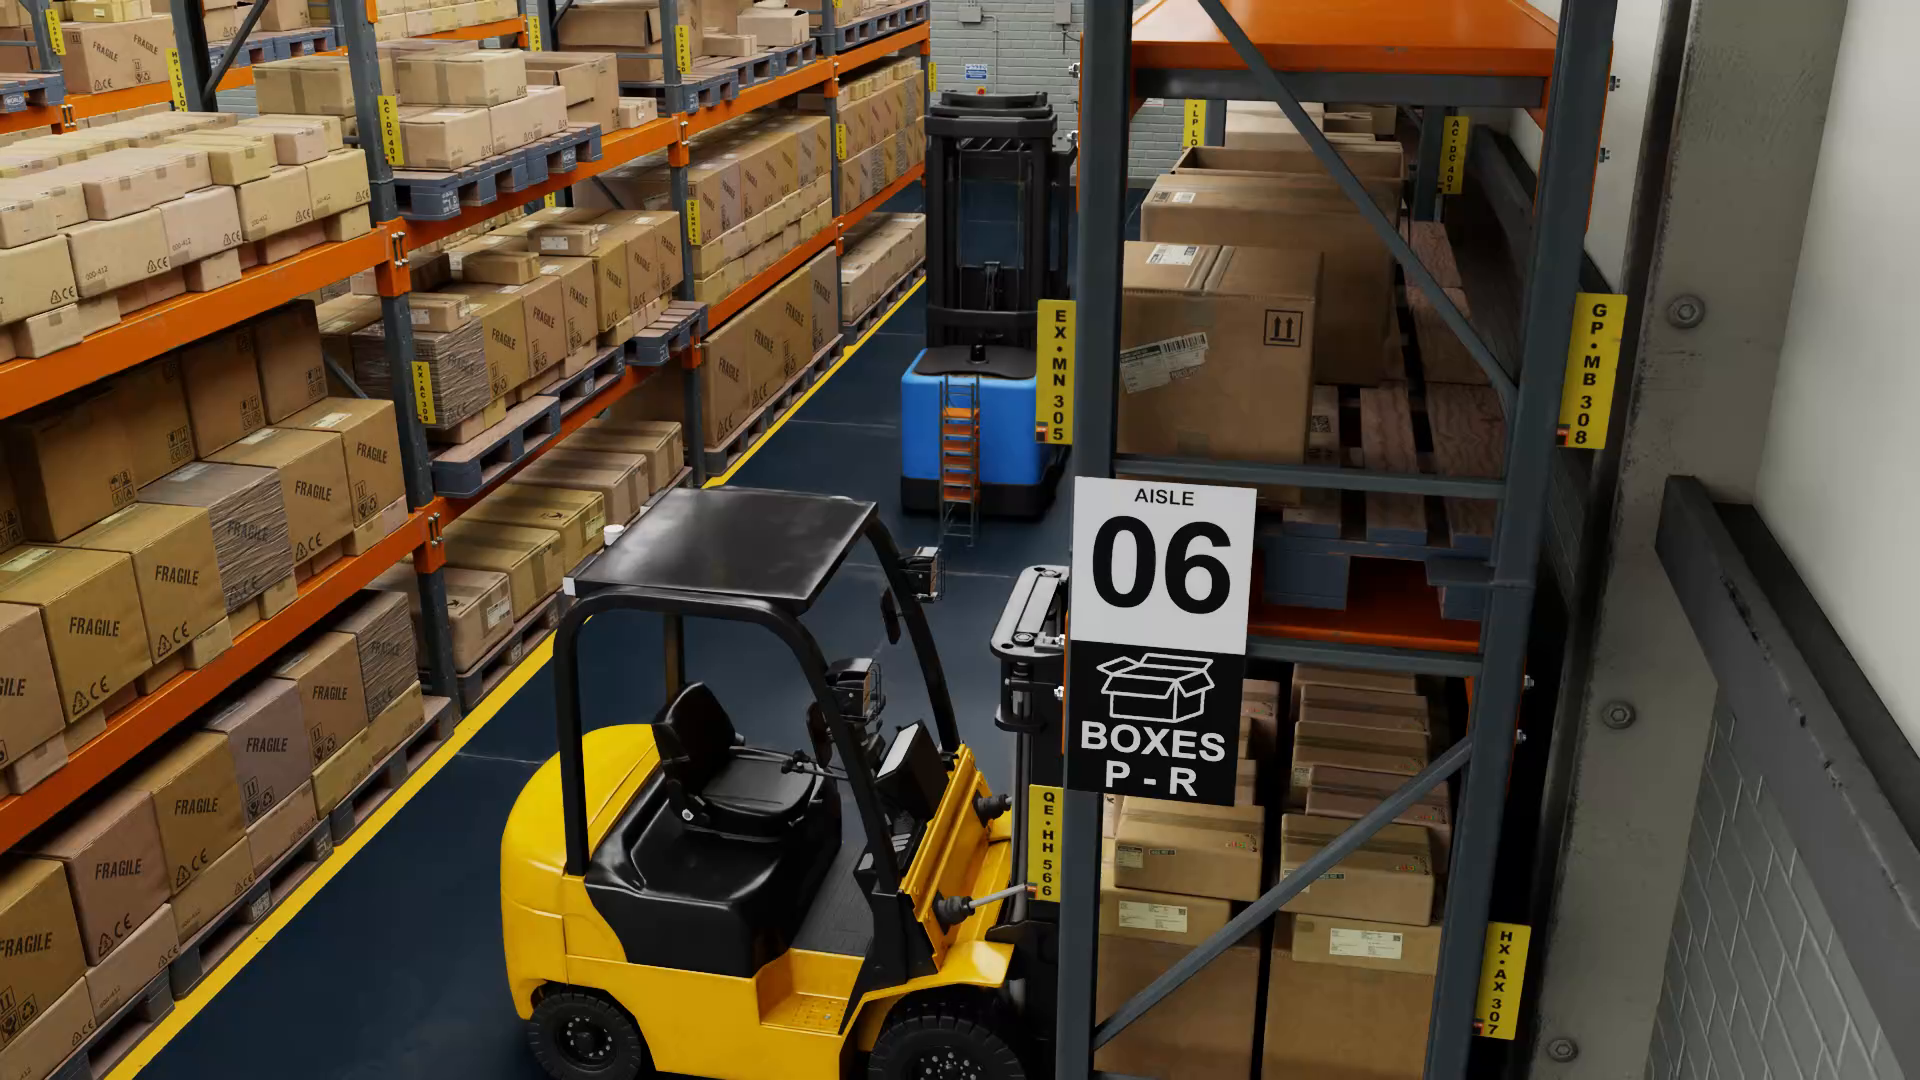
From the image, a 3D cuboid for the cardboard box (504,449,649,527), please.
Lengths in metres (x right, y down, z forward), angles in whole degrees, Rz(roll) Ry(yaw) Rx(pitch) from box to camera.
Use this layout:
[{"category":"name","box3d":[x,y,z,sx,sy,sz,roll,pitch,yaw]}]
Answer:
[{"category":"cardboard box","box3d":[-2.749,-0.357,11.681,0.950,0.372,0.625,4,22,10]}]

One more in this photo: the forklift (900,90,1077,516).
[{"category":"forklift","box3d":[0.323,-2.049,13.017,1.130,2.935,3.031,4,22,9]}]

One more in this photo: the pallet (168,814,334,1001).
[{"category":"pallet","box3d":[-3.647,1.595,7.612,1.003,0.211,1.213,4,22,11]}]

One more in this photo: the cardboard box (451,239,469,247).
[{"category":"cardboard box","box3d":[-5.840,-3.344,18.997,0.380,0.149,0.250,5,22,11]}]

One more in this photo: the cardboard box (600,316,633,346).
[{"category":"cardboard box","box3d":[-2.411,-1.406,11.103,0.380,0.149,0.250,5,22,12]}]

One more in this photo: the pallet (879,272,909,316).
[{"category":"pallet","box3d":[-1.186,-2.747,18.391,1.003,0.211,1.213,4,22,11]}]

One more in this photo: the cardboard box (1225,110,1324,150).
[{"category":"cardboard box","box3d":[1.472,-1.892,7.945,0.500,0.311,0.500,4,22,9]}]

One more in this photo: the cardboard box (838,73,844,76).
[{"category":"cardboard box","box3d":[-1.471,-5.012,17.944,0.380,0.149,0.250,5,22,11]}]

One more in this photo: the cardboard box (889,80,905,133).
[{"category":"cardboard box","box3d":[-0.896,-4.725,18.099,0.500,0.500,0.500,4,22,11]}]

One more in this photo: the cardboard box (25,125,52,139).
[{"category":"cardboard box","box3d":[-10.808,-4.668,19.231,0.500,0.250,0.500,5,22,12]}]

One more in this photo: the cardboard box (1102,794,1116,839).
[{"category":"cardboard box","box3d":[0.566,0.854,4.716,0.380,0.149,0.250,5,22,12]}]

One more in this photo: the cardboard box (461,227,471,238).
[{"category":"cardboard box","box3d":[-5.889,-3.587,19.203,0.380,0.149,0.250,4,22,9]}]

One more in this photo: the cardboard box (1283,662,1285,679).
[{"category":"cardboard box","box3d":[1.630,0.303,6.953,0.500,0.500,0.500,5,22,12]}]

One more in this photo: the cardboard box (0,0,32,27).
[{"category":"cardboard box","box3d":[-7.520,-4.159,12.991,0.396,0.266,0.258,4,22,11]}]

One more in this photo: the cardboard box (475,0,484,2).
[{"category":"cardboard box","box3d":[-5.663,-6.303,19.004,0.500,0.250,0.500,4,22,9]}]

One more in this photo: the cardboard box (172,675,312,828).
[{"category":"cardboard box","box3d":[-3.360,0.948,7.600,0.500,0.500,0.500,6,23,14]}]

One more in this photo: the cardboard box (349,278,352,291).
[{"category":"cardboard box","box3d":[-6.650,-2.791,18.023,0.380,0.149,0.250,5,22,12]}]

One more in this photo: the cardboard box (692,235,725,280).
[{"category":"cardboard box","box3d":[-2.136,-2.186,12.799,0.500,0.250,0.500,4,22,11]}]

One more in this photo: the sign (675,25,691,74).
[{"category":"sign","box3d":[-1.950,-3.447,11.689,0.100,0.325,0.005,4,22,11]}]

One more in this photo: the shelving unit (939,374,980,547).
[{"category":"shelving unit","box3d":[-0.003,-0.551,11.616,0.258,1.200,0.189,4,22,11]}]

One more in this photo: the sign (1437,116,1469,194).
[{"category":"sign","box3d":[2.106,-1.644,7.107,0.100,0.325,0.005,4,22,11]}]

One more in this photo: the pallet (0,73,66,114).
[{"category":"pallet","box3d":[-7.427,-3.262,12.176,1.213,0.211,1.003,6,23,13]}]

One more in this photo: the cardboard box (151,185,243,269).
[{"category":"cardboard box","box3d":[-3.344,-1.302,6.860,0.500,0.250,0.500,4,22,10]}]

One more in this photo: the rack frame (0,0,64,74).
[{"category":"rack frame","box3d":[-7.348,-4.981,12.175,1.000,3.000,0.127,4,22,11]}]

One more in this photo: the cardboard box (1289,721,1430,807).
[{"category":"cardboard box","box3d":[1.150,0.663,4.793,0.380,0.149,0.250,5,22,12]}]

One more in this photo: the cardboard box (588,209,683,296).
[{"category":"cardboard box","box3d":[-2.302,-2.049,11.833,0.500,0.500,0.500,4,22,9]}]

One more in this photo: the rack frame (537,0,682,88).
[{"category":"rack frame","box3d":[-2.481,-4.640,11.330,1.000,3.000,0.127,4,22,11]}]

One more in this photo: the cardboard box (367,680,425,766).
[{"category":"cardboard box","box3d":[-3.155,0.923,8.666,0.500,0.250,0.500,5,23,13]}]

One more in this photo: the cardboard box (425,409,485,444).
[{"category":"cardboard box","box3d":[-2.875,-0.651,9.229,0.380,0.149,0.250,5,22,12]}]

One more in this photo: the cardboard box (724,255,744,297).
[{"category":"cardboard box","box3d":[-2.048,-2.137,13.345,0.500,0.250,0.500,4,22,9]}]

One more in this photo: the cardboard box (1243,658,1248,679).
[{"category":"cardboard box","box3d":[0.728,0.433,5.362,0.380,0.149,0.250,5,22,12]}]

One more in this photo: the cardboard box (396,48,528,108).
[{"category":"cardboard box","box3d":[-2.694,-2.509,9.024,0.500,0.250,0.500,4,22,10]}]

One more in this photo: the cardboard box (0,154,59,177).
[{"category":"cardboard box","box3d":[-3.893,-1.469,6.739,0.380,0.149,0.250,4,22,10]}]

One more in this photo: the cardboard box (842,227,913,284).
[{"category":"cardboard box","box3d":[-1.064,-3.205,18.665,0.875,0.438,0.875,5,22,12]}]

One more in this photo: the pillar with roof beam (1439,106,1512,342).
[{"category":"pillar with roof beam","box3d":[-1.219,-4.046,9.854,9.100,9.000,0.400,4,22,11]}]

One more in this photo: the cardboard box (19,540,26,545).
[{"category":"cardboard box","box3d":[-3.938,0.115,7.021,0.500,0.500,0.500,5,22,12]}]

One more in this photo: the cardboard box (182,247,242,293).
[{"category":"cardboard box","box3d":[-3.287,-1.156,7.029,0.380,0.149,0.250,5,22,12]}]

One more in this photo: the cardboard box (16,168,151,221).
[{"category":"cardboard box","box3d":[-3.371,-1.333,6.401,0.380,0.149,0.250,5,22,12]}]

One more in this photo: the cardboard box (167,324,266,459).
[{"category":"cardboard box","box3d":[-3.725,-0.713,7.739,0.700,0.500,0.500,5,22,11]}]

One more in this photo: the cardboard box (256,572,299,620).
[{"category":"cardboard box","box3d":[-3.269,0.234,7.593,0.380,0.149,0.250,4,22,10]}]

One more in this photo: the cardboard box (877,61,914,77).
[{"category":"cardboard box","box3d":[-0.725,-5.252,18.540,0.380,0.149,0.250,4,22,10]}]

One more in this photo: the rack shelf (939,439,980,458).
[{"category":"rack shelf","box3d":[-0.003,-0.621,11.588,0.258,0.103,0.180,4,22,11]}]

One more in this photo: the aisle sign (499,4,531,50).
[{"category":"aisle sign","box3d":[-5.407,-6.334,20.085,0.394,0.787,0.004,4,22,11]}]

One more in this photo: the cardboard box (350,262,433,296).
[{"category":"cardboard box","box3d":[-3.296,-1.514,9.635,0.380,0.149,0.250,4,22,9]}]

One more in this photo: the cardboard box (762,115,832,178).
[{"category":"cardboard box","box3d":[-1.510,-3.648,15.425,0.500,0.500,0.500,5,23,13]}]

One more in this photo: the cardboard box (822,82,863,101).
[{"category":"cardboard box","box3d":[-1.188,-4.505,16.684,0.380,0.149,0.250,4,22,11]}]

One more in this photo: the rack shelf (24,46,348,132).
[{"category":"rack shelf","box3d":[-6.940,-3.987,14.686,1.077,0.370,4.000,4,22,11]}]

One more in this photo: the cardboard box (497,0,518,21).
[{"category":"cardboard box","box3d":[-5.549,-6.259,19.565,0.500,0.250,0.500,4,22,10]}]

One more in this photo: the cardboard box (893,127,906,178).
[{"category":"cardboard box","box3d":[-0.901,-4.262,18.287,0.500,0.500,0.500,5,22,12]}]

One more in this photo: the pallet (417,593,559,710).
[{"category":"pallet","box3d":[-3.140,0.614,10.047,1.003,0.211,1.213,4,22,11]}]

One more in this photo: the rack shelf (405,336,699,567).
[{"category":"rack shelf","box3d":[-2.889,-0.793,10.769,1.077,0.370,4.000,4,22,11]}]
